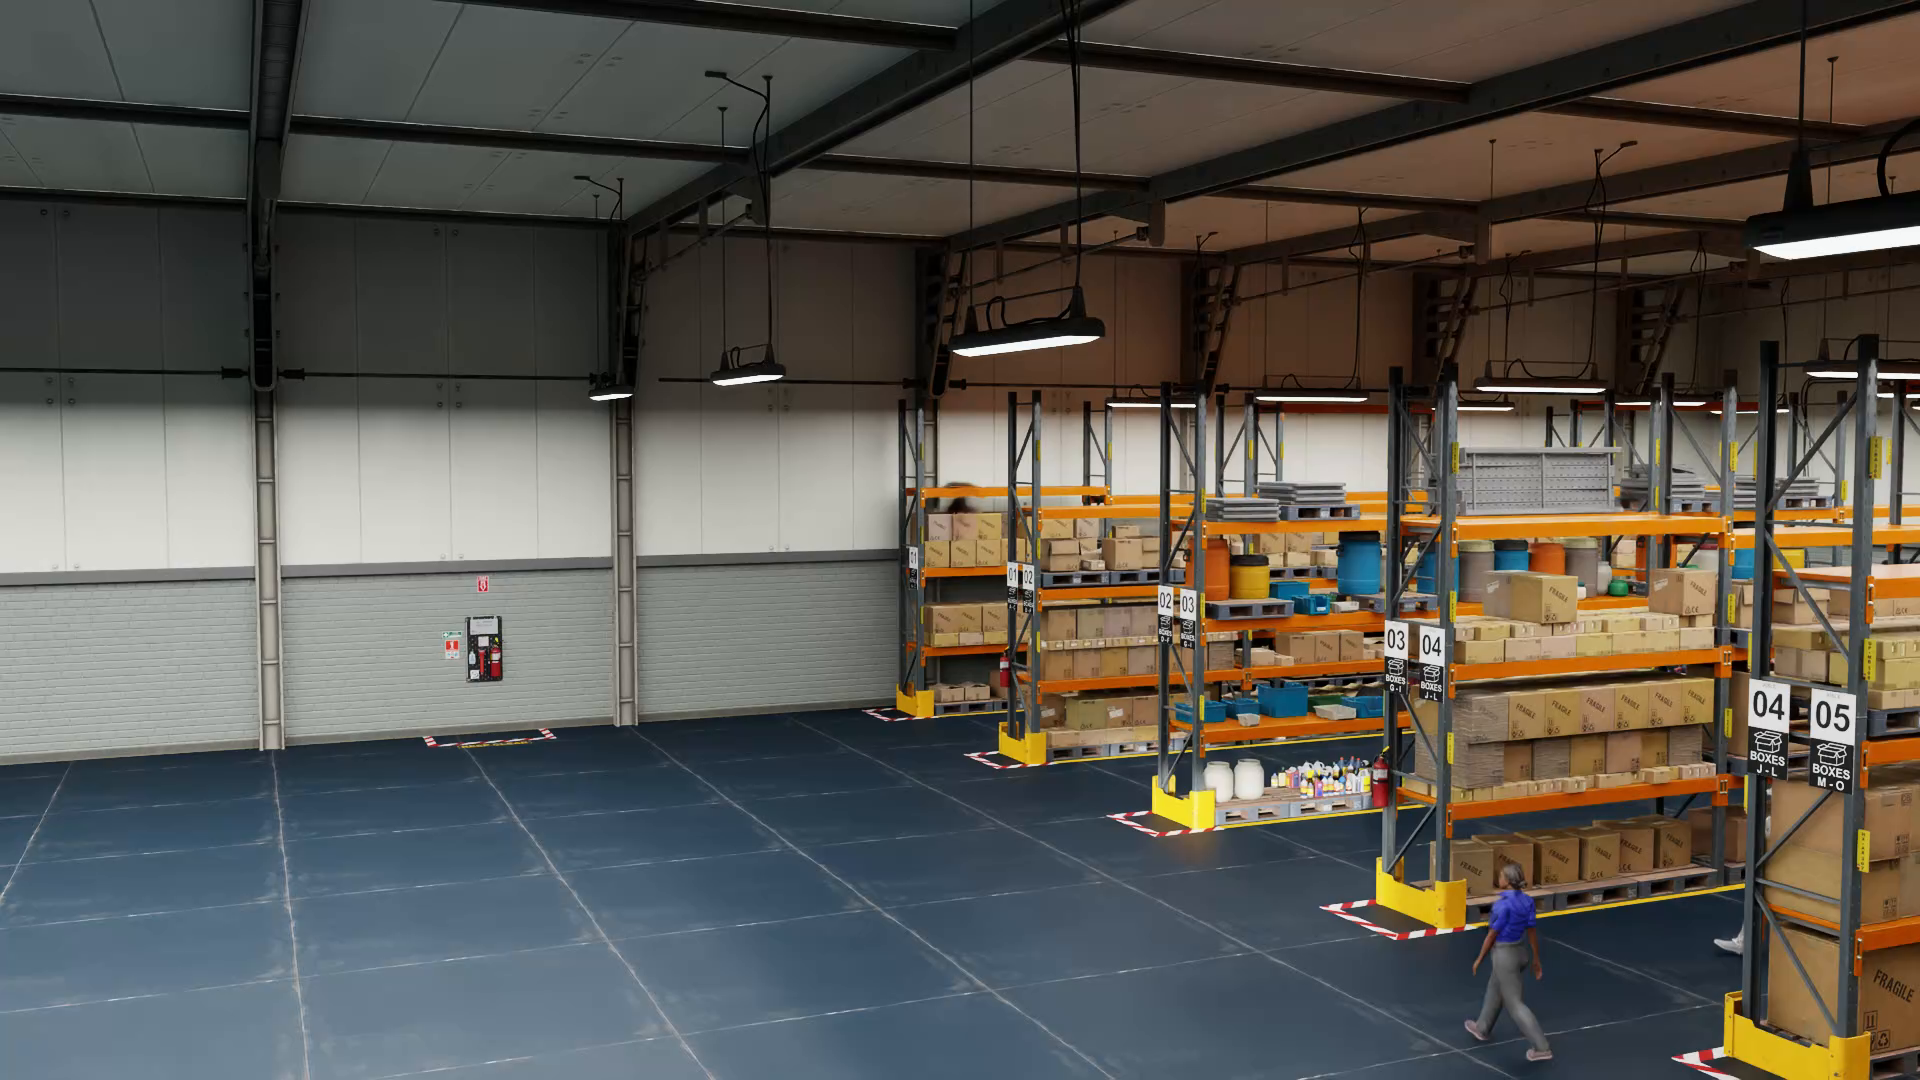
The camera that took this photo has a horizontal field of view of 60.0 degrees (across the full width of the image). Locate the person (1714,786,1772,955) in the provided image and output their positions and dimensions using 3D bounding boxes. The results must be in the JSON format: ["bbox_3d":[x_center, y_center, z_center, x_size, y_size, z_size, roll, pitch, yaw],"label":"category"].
[{"bbox_3d":[8.114,3.300,16.756,0.913,1.754,0.616,1,4,23],"label":"person"}]

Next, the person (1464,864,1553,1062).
[{"bbox_3d":[4.612,3.533,14.037,0.470,1.595,0.987,-3,4,-40],"label":"person"}]
